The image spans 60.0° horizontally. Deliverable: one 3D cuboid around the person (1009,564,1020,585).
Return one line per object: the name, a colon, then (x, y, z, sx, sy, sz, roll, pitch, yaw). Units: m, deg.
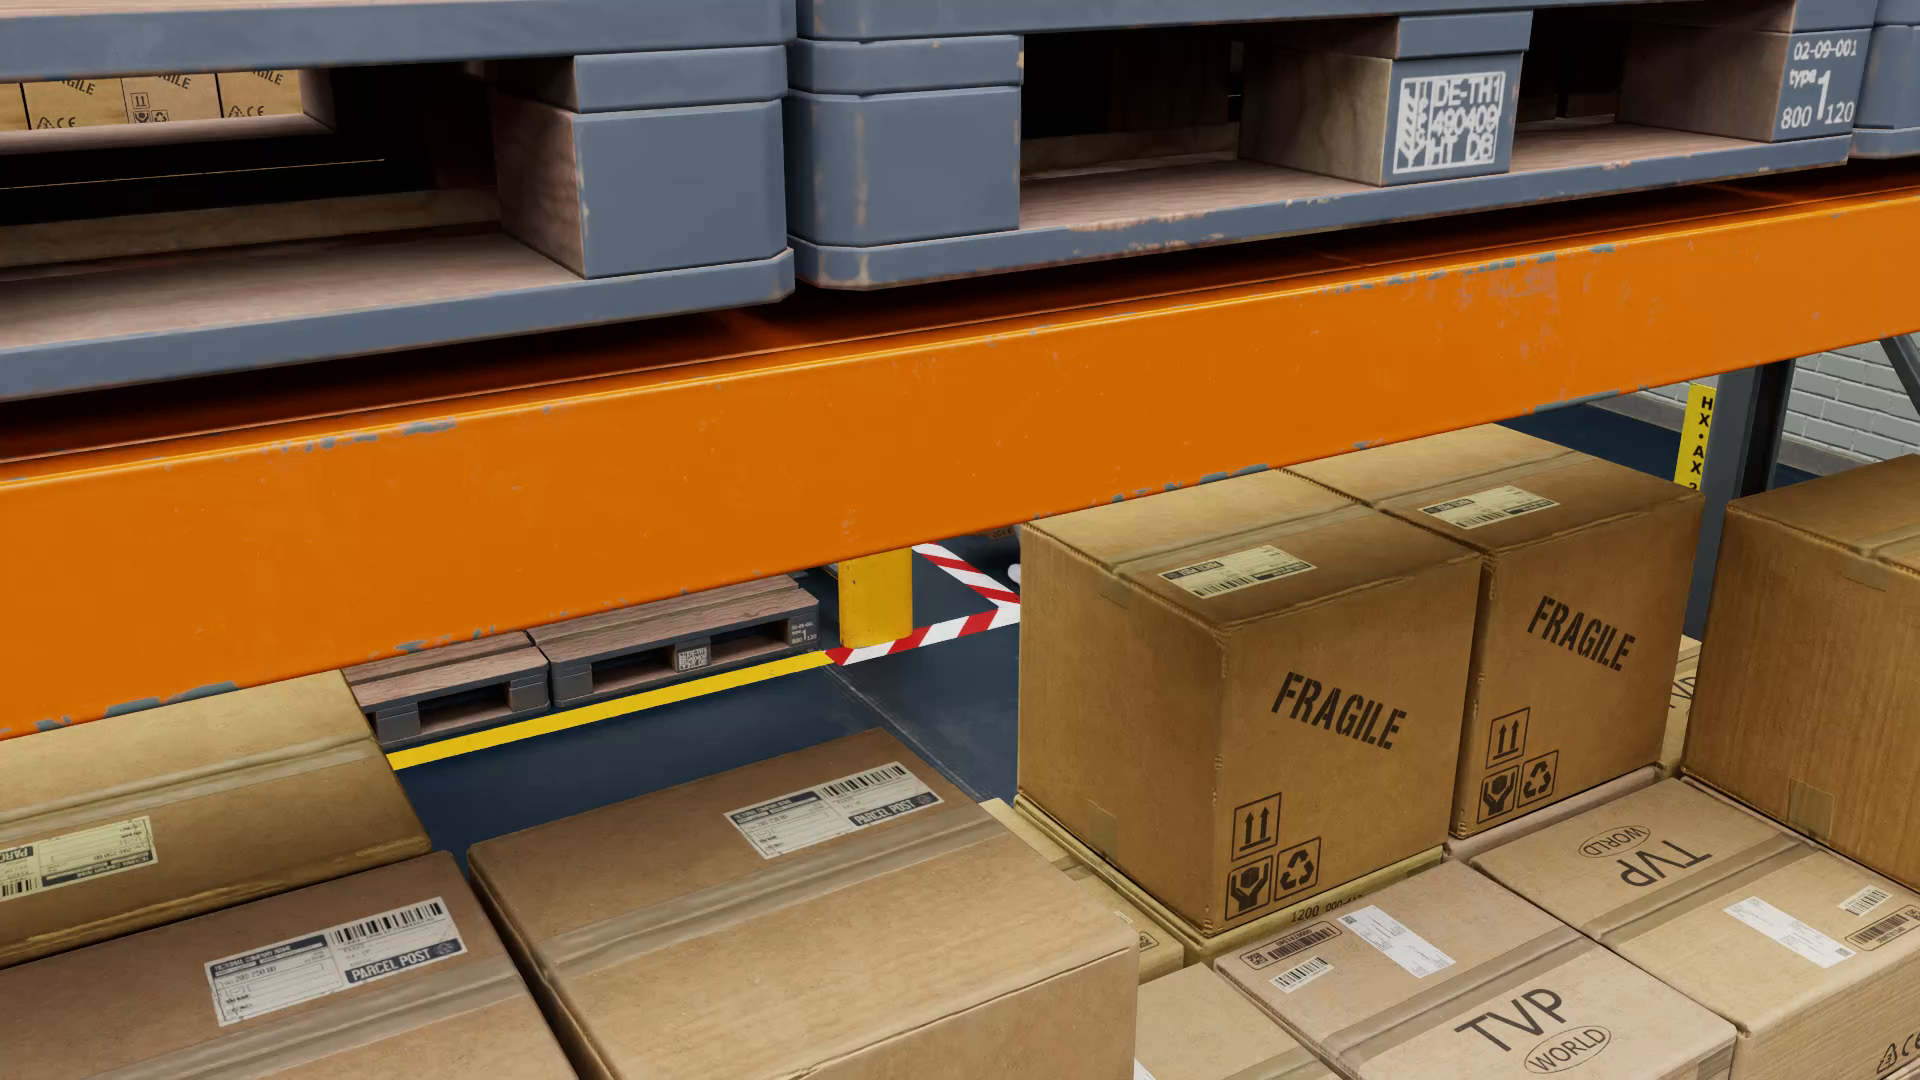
person: (0.395, -0.533, 7.841, 0.542, 1.507, 0.815, -16, 26, -35)
